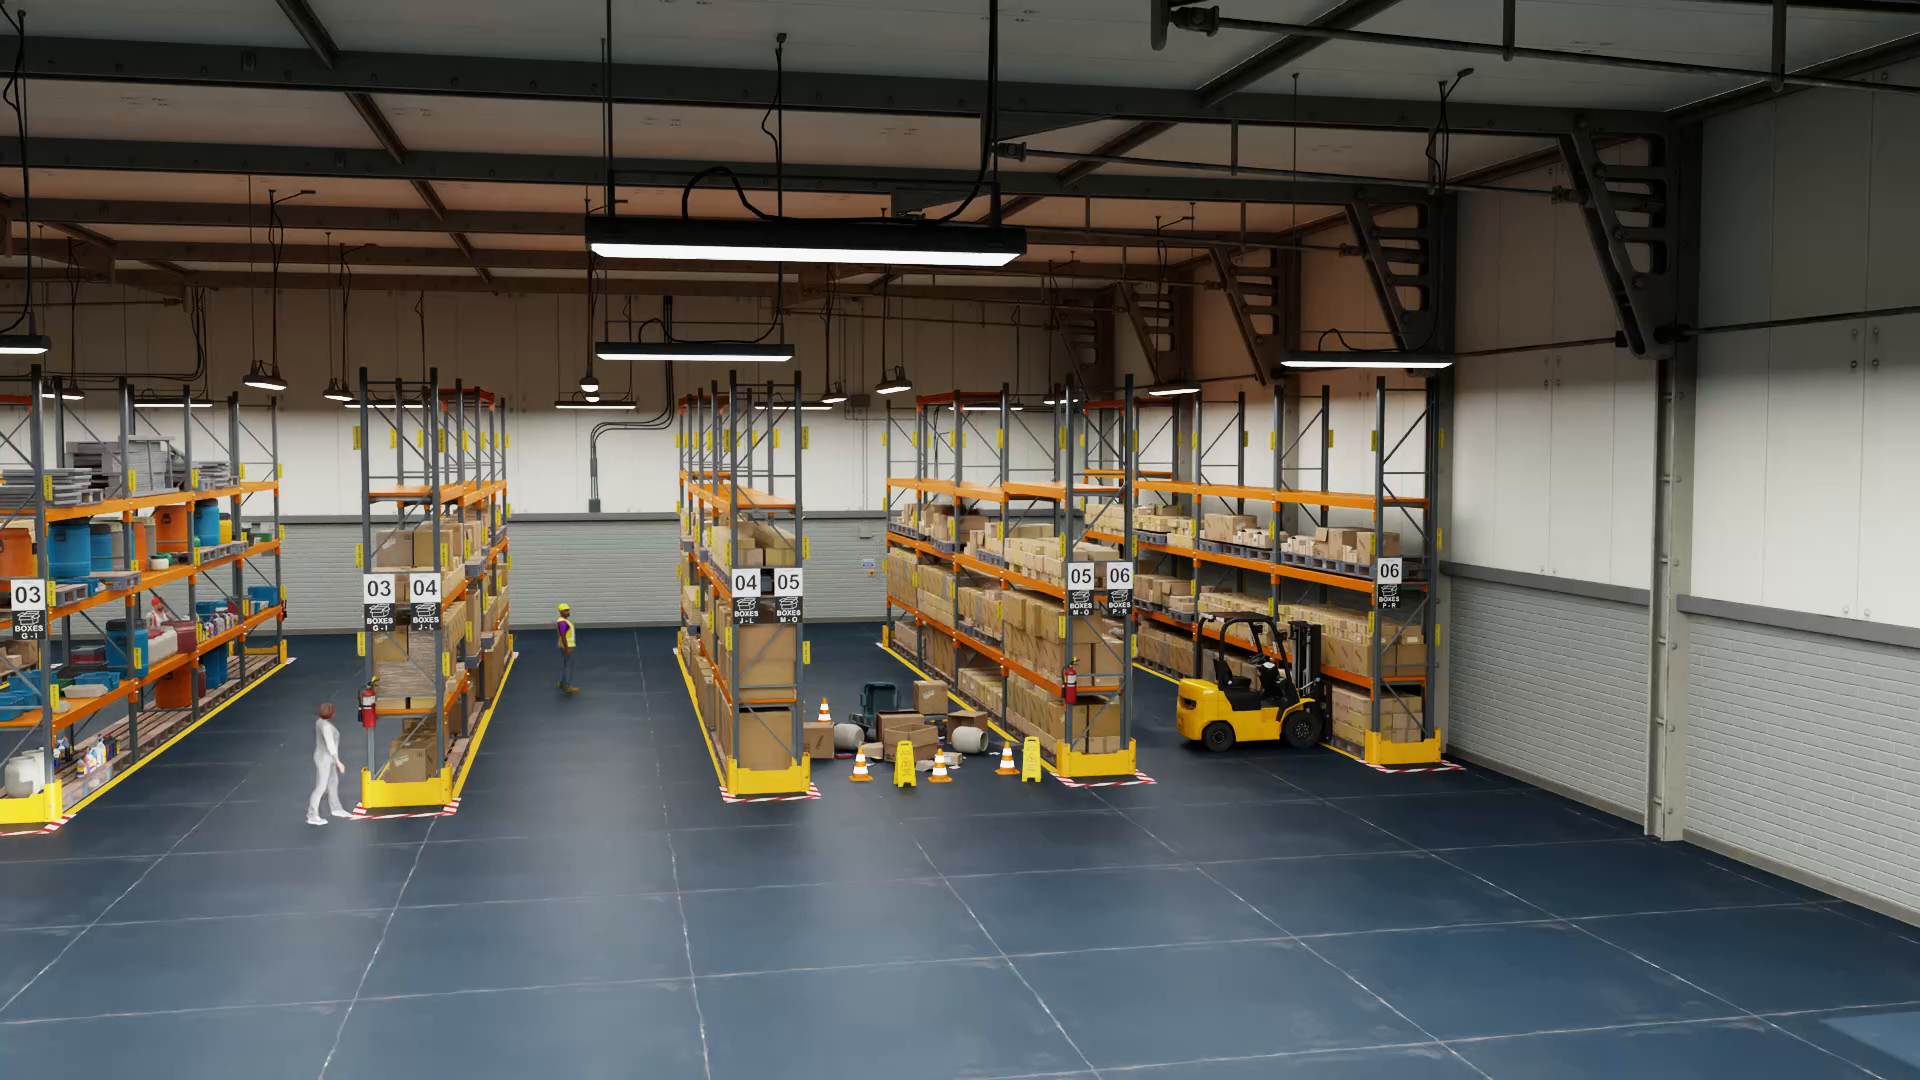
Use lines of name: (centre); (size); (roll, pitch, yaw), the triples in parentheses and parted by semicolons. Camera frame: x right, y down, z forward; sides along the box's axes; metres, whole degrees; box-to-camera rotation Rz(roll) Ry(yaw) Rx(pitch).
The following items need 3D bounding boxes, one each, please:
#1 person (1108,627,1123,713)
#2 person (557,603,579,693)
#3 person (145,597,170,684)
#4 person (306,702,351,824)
person: (2.784, 2.401, 30.020); (0.565, 1.672, 0.785); (-1, 3, -11)
person: (-7.823, 2.142, 33.132); (0.448, 1.767, 0.588); (-2, 4, -27)
person: (-16.576, 2.099, 34.398); (0.577, 1.846, 0.486); (-2, 4, -31)
person: (-8.301, 2.909, 21.829); (0.540, 1.603, 0.585); (-1, 4, -19)
